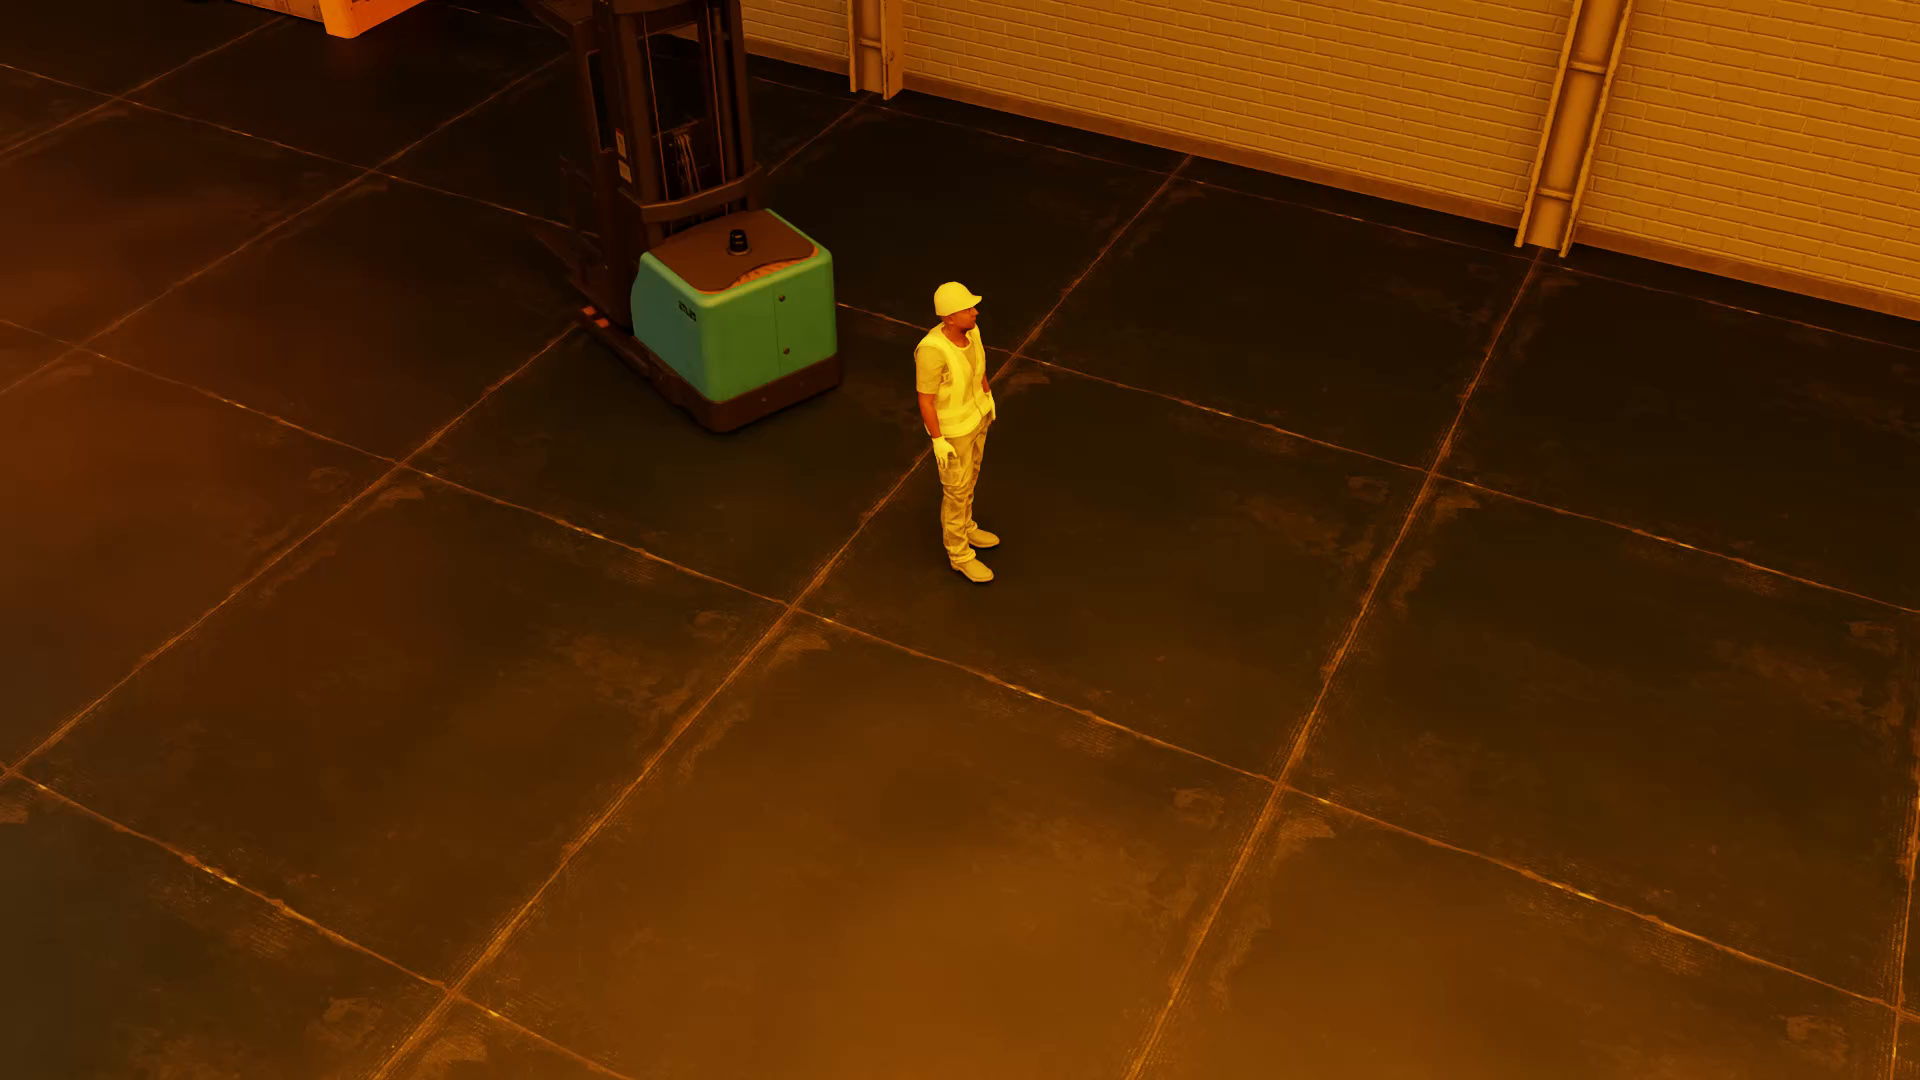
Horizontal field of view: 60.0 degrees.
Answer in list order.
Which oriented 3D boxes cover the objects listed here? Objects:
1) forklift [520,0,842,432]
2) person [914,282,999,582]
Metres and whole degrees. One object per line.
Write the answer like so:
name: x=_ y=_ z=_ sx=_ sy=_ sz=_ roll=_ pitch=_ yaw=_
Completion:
forklift: x=-2.121 y=-2.725 z=11.222 sx=1.130 sy=2.935 sz=3.031 roll=-27 pitch=47 yaw=-28
person: x=0.061 y=-0.661 z=9.652 sx=0.575 sy=1.784 sz=0.656 roll=18 pitch=43 yaw=21
